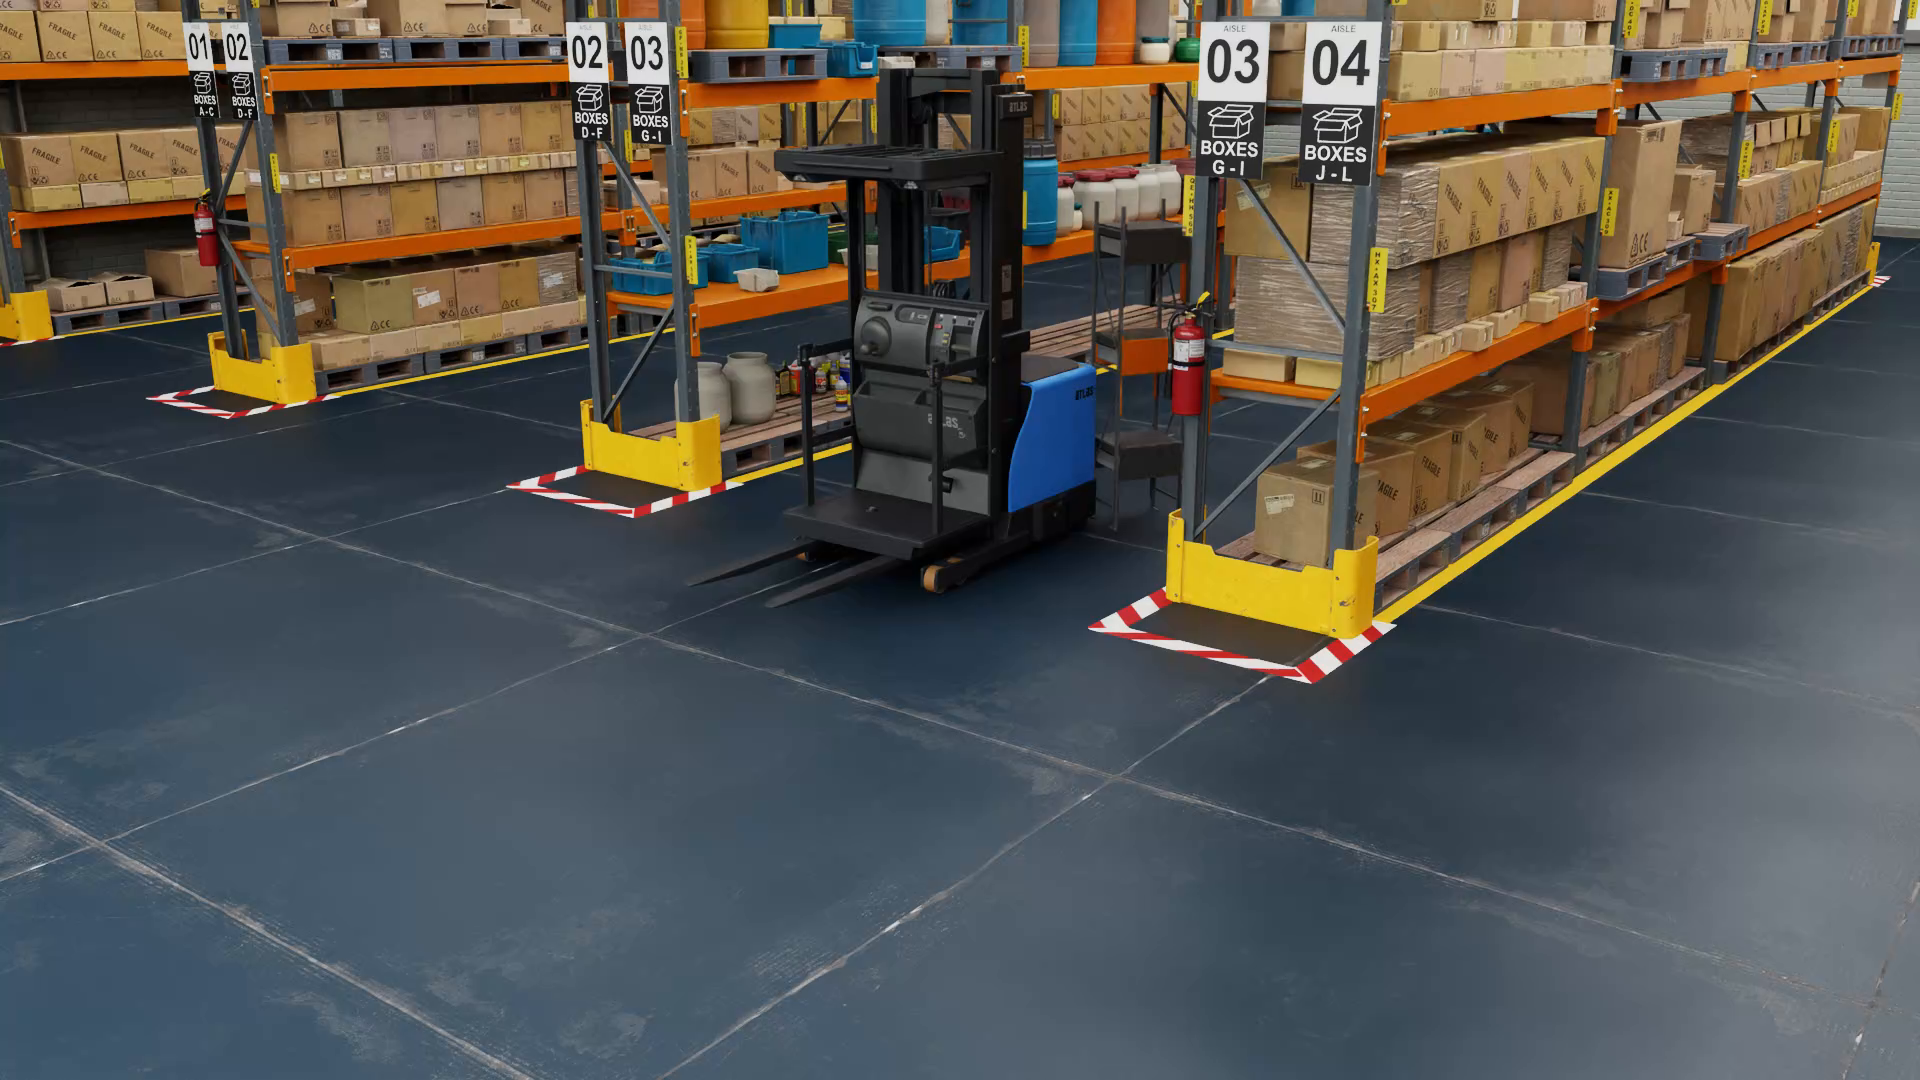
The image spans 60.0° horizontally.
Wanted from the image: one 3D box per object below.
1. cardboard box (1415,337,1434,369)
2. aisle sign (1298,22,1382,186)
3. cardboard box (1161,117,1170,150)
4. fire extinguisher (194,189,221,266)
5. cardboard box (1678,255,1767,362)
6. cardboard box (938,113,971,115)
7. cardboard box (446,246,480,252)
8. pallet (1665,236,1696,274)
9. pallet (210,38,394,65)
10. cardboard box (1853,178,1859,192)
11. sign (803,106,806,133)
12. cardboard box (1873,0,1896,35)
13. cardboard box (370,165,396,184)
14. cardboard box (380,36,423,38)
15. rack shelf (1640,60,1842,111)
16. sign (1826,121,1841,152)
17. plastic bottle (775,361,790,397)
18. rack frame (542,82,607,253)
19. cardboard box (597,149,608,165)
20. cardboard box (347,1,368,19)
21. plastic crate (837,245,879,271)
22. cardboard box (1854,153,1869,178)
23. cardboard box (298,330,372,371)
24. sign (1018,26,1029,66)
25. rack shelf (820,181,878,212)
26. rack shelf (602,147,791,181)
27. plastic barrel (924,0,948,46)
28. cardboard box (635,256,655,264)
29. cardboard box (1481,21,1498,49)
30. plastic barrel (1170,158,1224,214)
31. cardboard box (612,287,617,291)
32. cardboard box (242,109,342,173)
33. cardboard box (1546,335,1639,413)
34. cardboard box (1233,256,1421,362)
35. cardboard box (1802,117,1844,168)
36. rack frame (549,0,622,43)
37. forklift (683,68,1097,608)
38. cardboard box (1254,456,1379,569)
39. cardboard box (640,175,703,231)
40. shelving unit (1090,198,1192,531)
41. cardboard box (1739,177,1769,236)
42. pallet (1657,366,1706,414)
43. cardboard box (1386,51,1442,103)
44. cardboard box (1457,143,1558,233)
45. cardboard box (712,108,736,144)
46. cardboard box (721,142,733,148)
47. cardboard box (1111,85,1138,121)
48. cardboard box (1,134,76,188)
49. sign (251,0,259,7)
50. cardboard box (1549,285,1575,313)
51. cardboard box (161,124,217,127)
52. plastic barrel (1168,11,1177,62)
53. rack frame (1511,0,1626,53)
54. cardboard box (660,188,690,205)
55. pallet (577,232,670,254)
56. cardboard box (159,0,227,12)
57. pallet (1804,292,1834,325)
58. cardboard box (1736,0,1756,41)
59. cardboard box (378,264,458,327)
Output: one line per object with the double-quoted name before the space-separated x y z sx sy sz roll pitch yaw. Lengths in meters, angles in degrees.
"cardboard box" 2.515 -1.095 9.635 0.380 0.149 0.250 12 21 35
"aisle sign" 1.900 -2.186 8.343 0.394 0.787 0.004 12 21 35
"cardboard box" 2.921 -6.344 25.945 0.500 0.500 0.500 13 21 35
"fire extinguisher" -6.701 -2.781 14.772 0.296 0.674 0.183 12 21 35
"cardboard box" 6.890 -2.265 15.853 1.225 0.875 0.875 11 21 32
"cardboard box" 0.072 -5.622 22.914 0.500 0.500 0.700 -16 23 -42
"cardboard box" -6.826 -4.032 22.143 0.700 0.500 0.500 13 21 35
"pallet" 5.316 -2.348 13.570 1.003 0.211 1.213 12 21 35
"pallet" -5.816 -4.318 14.683 1.003 0.211 1.213 12 21 35
"cardboard box" 10.371 -4.197 19.623 0.380 0.149 0.250 13 21 36
"sign" -1.932 -5.278 20.864 0.100 0.325 0.005 12 21 35
"cardboard box" 10.962 -6.419 20.253 0.700 0.500 0.500 11 20 31
"cardboard box" -5.394 -3.359 15.241 0.380 0.149 0.250 12 21 34
"cardboard box" -7.098 -6.445 20.823 0.500 0.311 0.500 13 22 36
"rack shelf" 7.654 -4.483 16.279 1.077 0.370 4.000 12 21 35
"sign" 9.287 -4.292 17.690 0.100 0.325 0.005 12 21 35
"plastic bottle" -1.485 -1.347 13.861 0.061 0.283 0.133 13 22 36
"rack frame" -5.472 -5.544 23.539 1.000 3.000 0.127 12 21 35
"cardboard box" -3.864 -3.972 17.213 0.380 0.149 0.250 12 21 35
"cardboard box" -5.452 -4.875 15.532 0.500 0.311 0.500 16 23 41
"plastic crate" -0.663 -2.283 13.483 0.530 0.136 0.437 12 21 35
"cardboard box" 10.548 -4.490 19.895 0.500 0.250 0.500 12 21 33
"cardboard box" -5.760 -1.740 15.217 0.500 0.250 0.500 12 21 35
"sign" 0.537 -4.178 14.066 0.100 0.325 0.005 12 21 35
"rack shelf" -0.299 -4.802 22.363 1.077 0.370 4.000 12 21 35
"rack shelf" -4.280 -5.677 25.179 1.077 0.370 4.000 12 21 35
"plastic barrel" -0.313 -4.459 14.091 0.421 0.512 0.421 0 17 0
"cardboard box" -3.428 -2.926 18.092 0.500 0.311 0.500 13 21 35
"cardboard box" 2.848 -2.893 9.523 0.380 0.149 0.250 11 21 32
"plastic barrel" 2.452 -3.694 17.353 0.600 0.536 0.708 12 21 35
"cardboard box" -3.435 -2.657 18.169 0.500 0.250 0.500 12 21 33
"cardboard box" -5.938 -3.553 14.771 0.700 0.500 0.500 13 21 35
"cardboard box" 5.095 -1.368 13.564 0.700 0.500 0.500 10 20 30
"cardboard box" 2.046 -1.329 9.294 0.875 0.500 0.500 12 21 35
"cardboard box" 9.337 -4.368 18.240 0.500 0.500 0.500 12 21 35
"rack frame" -3.874 -6.582 16.765 1.000 3.000 0.127 12 21 35
"forklift" -0.372 -1.249 9.824 1.130 2.935 3.031 12 21 34
"cardboard box" 2.081 -0.165 9.725 0.500 0.500 0.500 -15 23 -40
"cardboard box" -4.401 -5.077 24.953 0.750 0.750 0.750 12 21 34
"shelving unit" 1.171 -1.142 10.881 0.503 2.100 0.431 -7 19 -22
"cardboard box" 7.276 -3.157 15.683 0.500 0.500 0.500 12 21 33
"pallet" 5.996 -1.401 14.898 1.003 0.211 1.213 12 21 35
"cardboard box" 2.191 -2.443 8.747 0.500 0.250 0.500 13 22 36
"cardboard box" 3.437 -2.239 10.539 0.500 0.500 0.500 12 21 35
"cardboard box" -3.763 -6.300 25.270 0.500 0.500 0.500 12 21 35
"cardboard box" -3.693 -6.018 25.455 0.380 0.149 0.250 12 21 35
"cardboard box" 2.320 -6.579 25.015 0.500 0.500 0.500 13 22 36
"cardboard box" -9.712 -3.995 17.506 0.500 0.500 0.500 12 21 35
"sign" -5.816 -4.552 13.680 0.100 0.325 0.005 12 21 35
"cardboard box" 4.031 -1.684 11.534 0.380 0.149 0.250 12 21 35
"cardboard box" -8.915 -4.572 19.364 0.500 0.500 0.500 13 22 36
"plastic barrel" 2.054 -5.259 17.376 0.421 0.512 0.421 0 17 0
"rack frame" 4.079 -4.830 11.125 1.000 3.000 0.127 12 21 35
"cardboard box" -3.182 -3.772 18.255 0.380 0.149 0.250 12 21 35
"pallet" -4.941 -4.387 24.514 1.003 0.211 1.213 12 21 35
"cardboard box" -8.557 -6.133 18.488 0.500 0.500 0.500 12 21 33
"pallet" 9.362 -2.706 19.103 1.003 0.211 1.213 12 21 35
"cardboard box" 6.379 -4.479 14.041 0.500 0.500 0.500 13 22 36
"cardboard box" -5.176 -2.339 15.881 0.500 0.500 0.500 12 21 35
